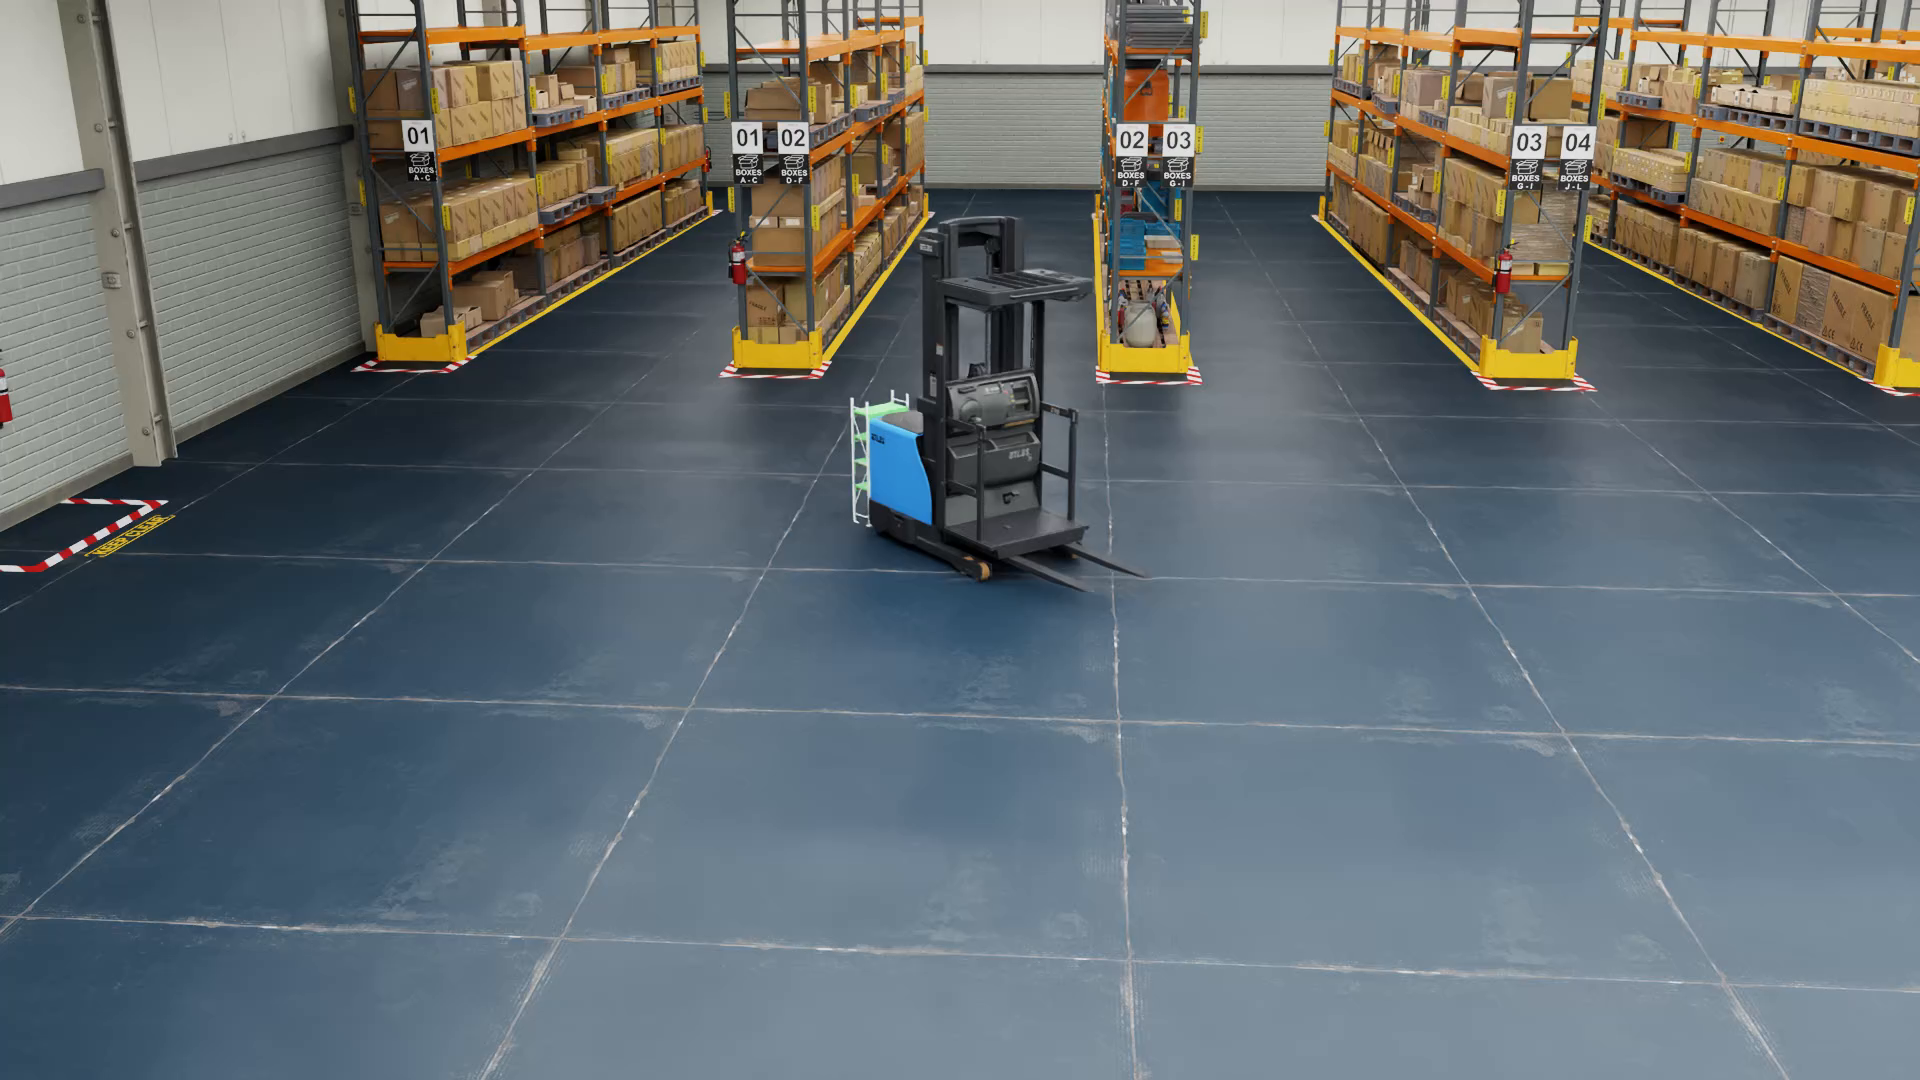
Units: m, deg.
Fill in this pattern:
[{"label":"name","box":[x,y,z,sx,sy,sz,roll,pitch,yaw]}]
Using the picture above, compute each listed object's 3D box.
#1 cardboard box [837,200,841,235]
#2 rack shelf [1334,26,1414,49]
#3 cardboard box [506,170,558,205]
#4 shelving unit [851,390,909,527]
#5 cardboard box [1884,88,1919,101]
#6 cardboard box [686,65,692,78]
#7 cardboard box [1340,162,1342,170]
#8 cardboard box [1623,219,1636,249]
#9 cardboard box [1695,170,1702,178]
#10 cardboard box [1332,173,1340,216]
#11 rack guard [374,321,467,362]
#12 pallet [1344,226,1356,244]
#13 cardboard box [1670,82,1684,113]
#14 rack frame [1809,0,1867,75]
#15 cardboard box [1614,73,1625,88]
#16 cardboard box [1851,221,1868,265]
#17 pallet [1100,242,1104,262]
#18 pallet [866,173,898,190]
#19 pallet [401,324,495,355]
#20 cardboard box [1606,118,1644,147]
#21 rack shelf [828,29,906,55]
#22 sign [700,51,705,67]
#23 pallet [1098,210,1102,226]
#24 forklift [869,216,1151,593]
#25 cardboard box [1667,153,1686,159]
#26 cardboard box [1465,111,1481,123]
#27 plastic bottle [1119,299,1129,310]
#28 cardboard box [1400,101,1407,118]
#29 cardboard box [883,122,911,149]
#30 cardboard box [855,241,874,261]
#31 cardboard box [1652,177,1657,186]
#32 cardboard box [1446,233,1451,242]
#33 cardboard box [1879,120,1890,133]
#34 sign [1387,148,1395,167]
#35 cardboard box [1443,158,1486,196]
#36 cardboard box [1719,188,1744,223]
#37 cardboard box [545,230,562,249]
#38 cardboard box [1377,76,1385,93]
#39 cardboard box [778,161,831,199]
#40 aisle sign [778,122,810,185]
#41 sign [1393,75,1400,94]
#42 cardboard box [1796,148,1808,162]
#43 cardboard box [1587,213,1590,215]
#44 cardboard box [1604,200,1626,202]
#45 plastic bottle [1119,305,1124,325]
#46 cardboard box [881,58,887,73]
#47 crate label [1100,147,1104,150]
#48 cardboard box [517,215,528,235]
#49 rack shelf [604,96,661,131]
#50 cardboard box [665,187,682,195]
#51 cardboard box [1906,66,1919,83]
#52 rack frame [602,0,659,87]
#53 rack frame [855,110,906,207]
[{"label":"cardboard box","box":[-2.189,-4.940,25.348,0.700,0.500,0.500,1,18,2]},{"label":"rack shelf","box":[8.434,-10.233,33.825,1.077,0.370,4.000,1,18,4]},{"label":"cardboard box","box":[-6.987,-5.727,27.044,0.700,0.500,0.500,3,18,10]},{"label":"shelving unit","box":[-0.746,-0.772,15.679,0.503,1.200,0.258,-16,24,-40]},{"label":"cardboard box","box":[12.111,-5.706,21.316,0.380,0.149,0.250,2,18,5]},{"label":"cardboard box","box":[-6.068,-10.073,35.763,0.500,0.250,0.500,1,18,2]},{"label":"cardboard box","box":[8.097,-7.754,34.499,0.380,0.149,0.250,2,18,5]},{"label":"cardboard box","box":[12.877,-5.774,31.395,0.500,0.500,0.500,2,18,6]},{"label":"cardboard box","box":[13.212,-6.443,29.346,0.380,0.149,0.250,1,18,2]},{"label":"cardboard box","box":[8.611,-7.524,36.134,0.875,0.875,0.875,1,18,4]},{"label":"rack guard","box":[-7.386,-2.733,22.789,1.175,0.500,0.348,1,18,4]},{"label":"pallet","box":[8.423,-6.202,33.839,1.003,0.211,1.213,1,18,4]},{"label":"cardboard box","box":[12.754,-7.720,29.015,0.500,0.500,0.500,1,18,4]},{"label":"rack frame","box":[18.462,-11.165,34.871,1.000,3.000,0.127,1,18,4]},{"label":"cardboard box","box":[13.010,-8.891,32.189,0.500,0.250,0.500,0,18,1]},{"label":"cardboard box","box":[12.535,-3.954,22.258,0.875,0.550,0.550,1,18,4]},{"label":"pallet","box":[3.169,-5.460,31.573,1.003,0.211,1.213,1,18,4]},{"label":"pallet","box":[-1.742,-6.786,31.450,1.003,0.211,1.213,1,18,4]},{"label":"pallet","box":[-7.293,-2.848,23.601,1.003,0.211,1.213,1,18,4]},{"label":"cardboard box","box":[12.994,-7.967,32.502,0.500,0.500,0.500,1,18,2]},{"label":"rack shelf","box":[-1.733,-9.213,30.712,1.077,0.370,4.000,1,18,4]},{"label":"sign","box":[-5.704,-10.659,36.850,0.100,0.325,0.005,1,18,4]},{"label":"pallet","box":[3.539,-7.065,36.473,1.003,0.211,1.213,1,18,4]},{"label":"forklift","box":[0.420,-1.208,14.229,1.130,2.935,3.031,-13,22,-34]},{"label":"cardboard box","box":[13.318,-7.063,30.762,0.380,0.149,0.250,1,18,2]},{"label":"cardboard box","box":[7.314,-5.932,23.319,0.380,0.149,0.250,1,18,3]},{"label":"plastic bottle","box":[2.411,-3.406,24.495,0.152,0.276,0.135,1,18,4]},{"label":"cardboard box","box":[7.716,-7.264,28.026,0.500,0.250,0.500,2,18,5]},{"label":"cardboard box","box":[-1.276,-8.178,33.624,0.500,0.500,0.500,2,18,5]},{"label":"cardboard box","box":[-1.739,-4.946,28.367,0.500,0.311,0.500,1,18,4]},{"label":"cardboard box","box":[12.580,-6.386,29.652,0.380,0.149,0.250,1,18,3]},{"label":"cardboard box","box":[7.380,-4.473,24.487,0.380,0.149,0.250,1,18,4]},{"label":"cardboard box","box":[12.111,-5.324,21.432,0.380,0.149,0.250,1,18,4]},{"label":"sign","box":[7.450,-6.612,28.752,0.100,0.325,0.005,1,18,4]},{"label":"cardboard box","box":[7.431,-5.338,24.480,0.500,0.500,0.500,1,18,4]},{"label":"cardboard box","box":[12.534,-5.353,26.609,0.500,0.500,0.500,1,18,3]},{"label":"cardboard box","box":[-7.007,-5.045,27.933,0.500,0.250,0.500,1,18,2]},{"label":"cardboard box","box":[8.122,-8.537,31.137,0.500,0.311,0.500,1,18,2]},{"label":"cardboard box","box":[-2.261,-5.244,24.193,0.700,0.500,0.500,1,18,4]},{"label":"aisle sign","box":[-2.150,-4.996,21.506,0.394,0.787,0.004,1,18,4]},{"label":"sign","box":[7.451,-7.774,28.383,0.100,0.325,0.005,1,18,4]},{"label":"cardboard box","box":[18.141,-8.219,35.354,0.500,0.500,0.500,1,18,3]},{"label":"cardboard box","box":[13.098,-6.648,34.147,0.380,0.149,0.250,0,18,1]},{"label":"cardboard box","box":[13.719,-7.027,34.826,0.380,0.149,0.250,2,18,6]},{"label":"plastic bottle","box":[2.336,-3.250,24.008,0.061,0.283,0.133,1,18,4]},{"label":"cardboard box","box":[-1.725,-8.872,31.697,0.600,0.600,0.600,1,18,3]},{"label":"crate label","box":[3.291,-8.525,36.623,0.416,0.233,0.303,1,18,4]},{"label":"cardboard box","box":[-6.880,-4.770,25.198,0.500,0.250,0.500,1,18,4]},{"label":"rack shelf","box":[-6.675,-8.087,31.451,1.077,0.370,4.000,1,18,4]},{"label":"cardboard box","box":[-6.132,-7.439,35.433,0.380,0.149,0.250,1,18,2]},{"label":"cardboard box","box":[17.823,-8.477,30.650,0.500,0.500,0.500,1,18,3]},{"label":"rack frame","box":[-6.531,-10.475,32.767,1.000,3.000,0.127,1,18,4]},{"label":"rack frame","box":[-1.590,-7.515,33.368,1.000,3.000,0.127,1,18,4]}]
